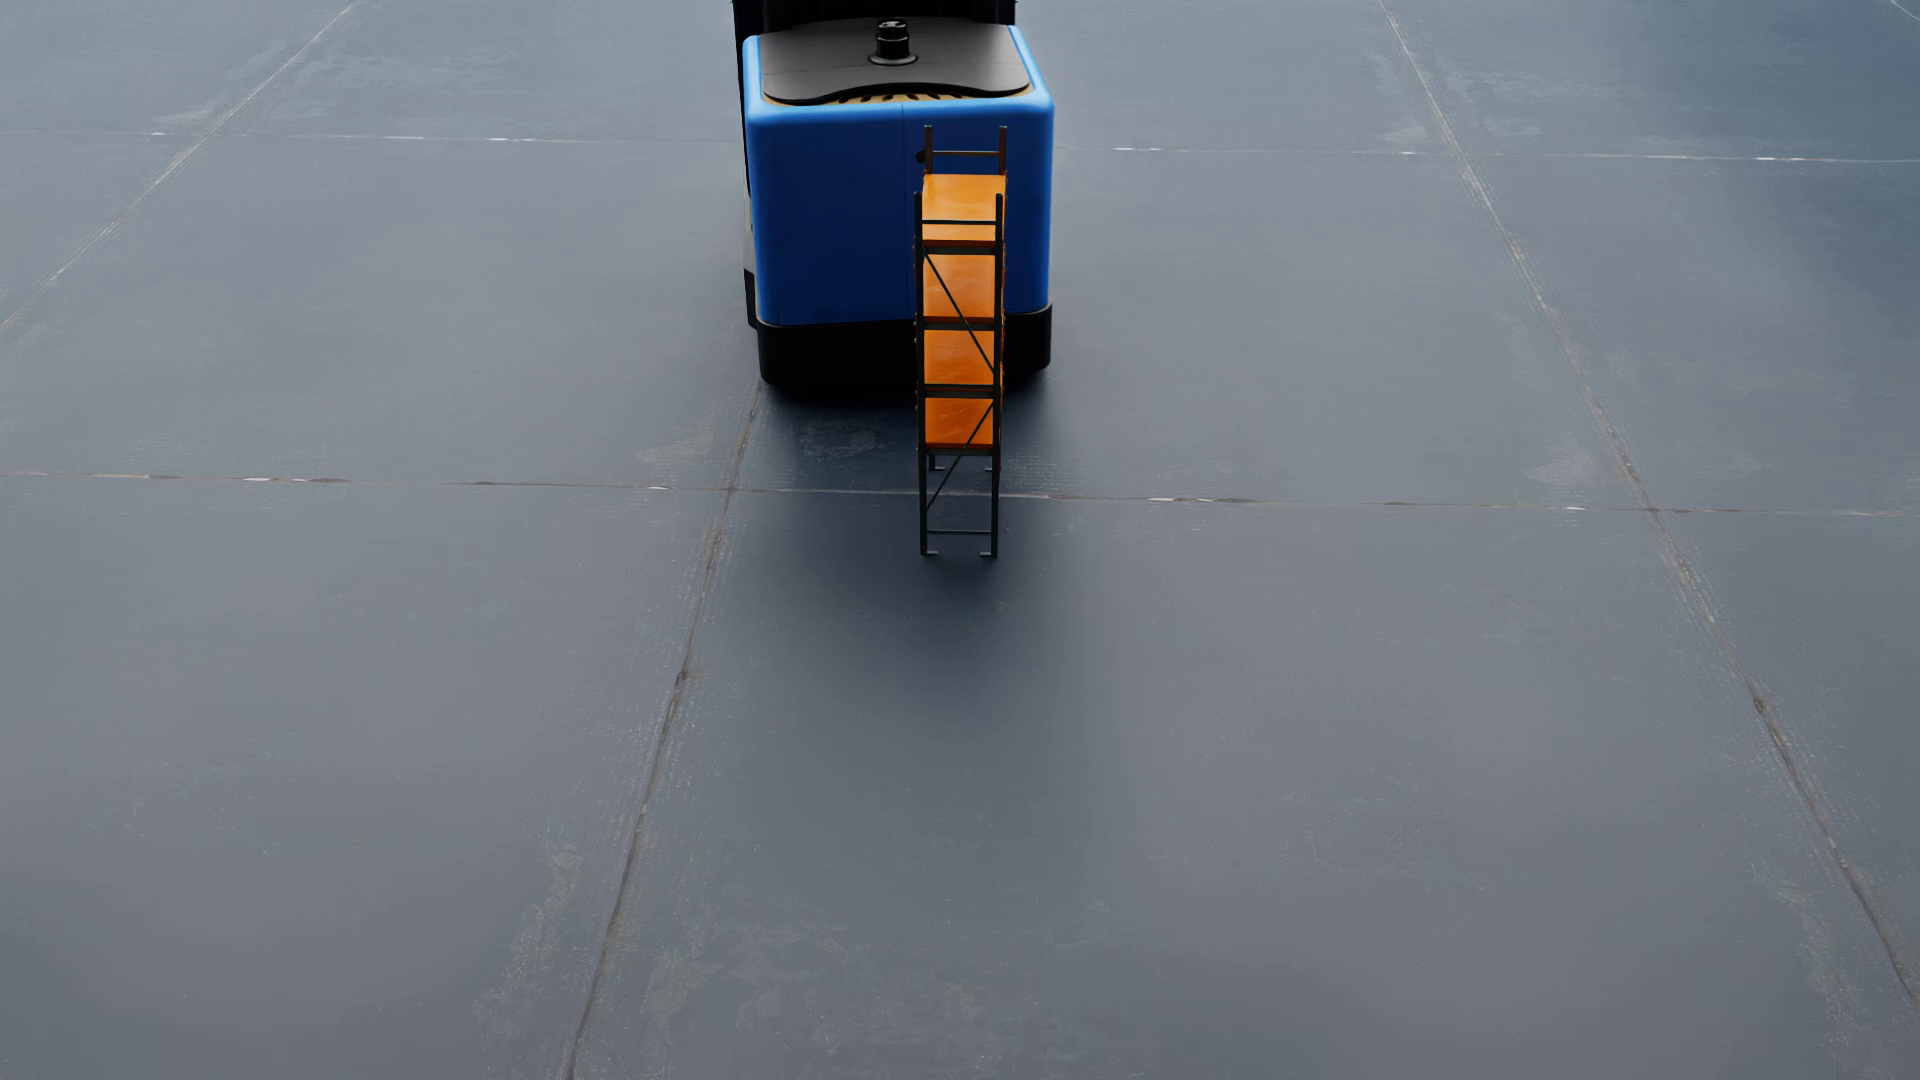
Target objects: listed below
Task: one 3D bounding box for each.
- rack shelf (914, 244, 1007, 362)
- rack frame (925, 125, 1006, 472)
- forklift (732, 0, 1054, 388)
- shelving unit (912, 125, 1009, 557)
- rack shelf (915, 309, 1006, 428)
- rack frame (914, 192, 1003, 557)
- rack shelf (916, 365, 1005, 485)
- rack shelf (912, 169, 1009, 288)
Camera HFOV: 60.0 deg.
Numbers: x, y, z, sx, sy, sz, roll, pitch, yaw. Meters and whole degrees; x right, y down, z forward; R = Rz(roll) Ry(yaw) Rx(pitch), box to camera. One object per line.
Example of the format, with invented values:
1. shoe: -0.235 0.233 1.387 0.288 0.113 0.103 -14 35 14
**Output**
1. rack shelf: 0.007 -0.714 4.950 0.258 0.148 0.480 1 35 2
2. rack frame: 0.016 -0.726 5.240 0.240 1.200 0.015 1 35 2
3. forklift: -0.360 -2.572 6.360 1.130 2.935 3.031 -4 35 -6
4. shelving unit: 0.007 -0.586 5.040 0.258 1.200 0.503 1 35 2
5. rack shelf: 0.007 -0.531 5.079 0.258 0.148 0.480 1 35 2
6. rack frame: -0.003 -0.446 4.841 0.240 1.200 0.015 1 35 2
7. rack shelf: 0.007 -0.368 5.193 0.258 0.148 0.480 1 35 2
8. rack shelf: 0.007 -0.907 4.814 0.258 0.148 0.480 1 35 2
